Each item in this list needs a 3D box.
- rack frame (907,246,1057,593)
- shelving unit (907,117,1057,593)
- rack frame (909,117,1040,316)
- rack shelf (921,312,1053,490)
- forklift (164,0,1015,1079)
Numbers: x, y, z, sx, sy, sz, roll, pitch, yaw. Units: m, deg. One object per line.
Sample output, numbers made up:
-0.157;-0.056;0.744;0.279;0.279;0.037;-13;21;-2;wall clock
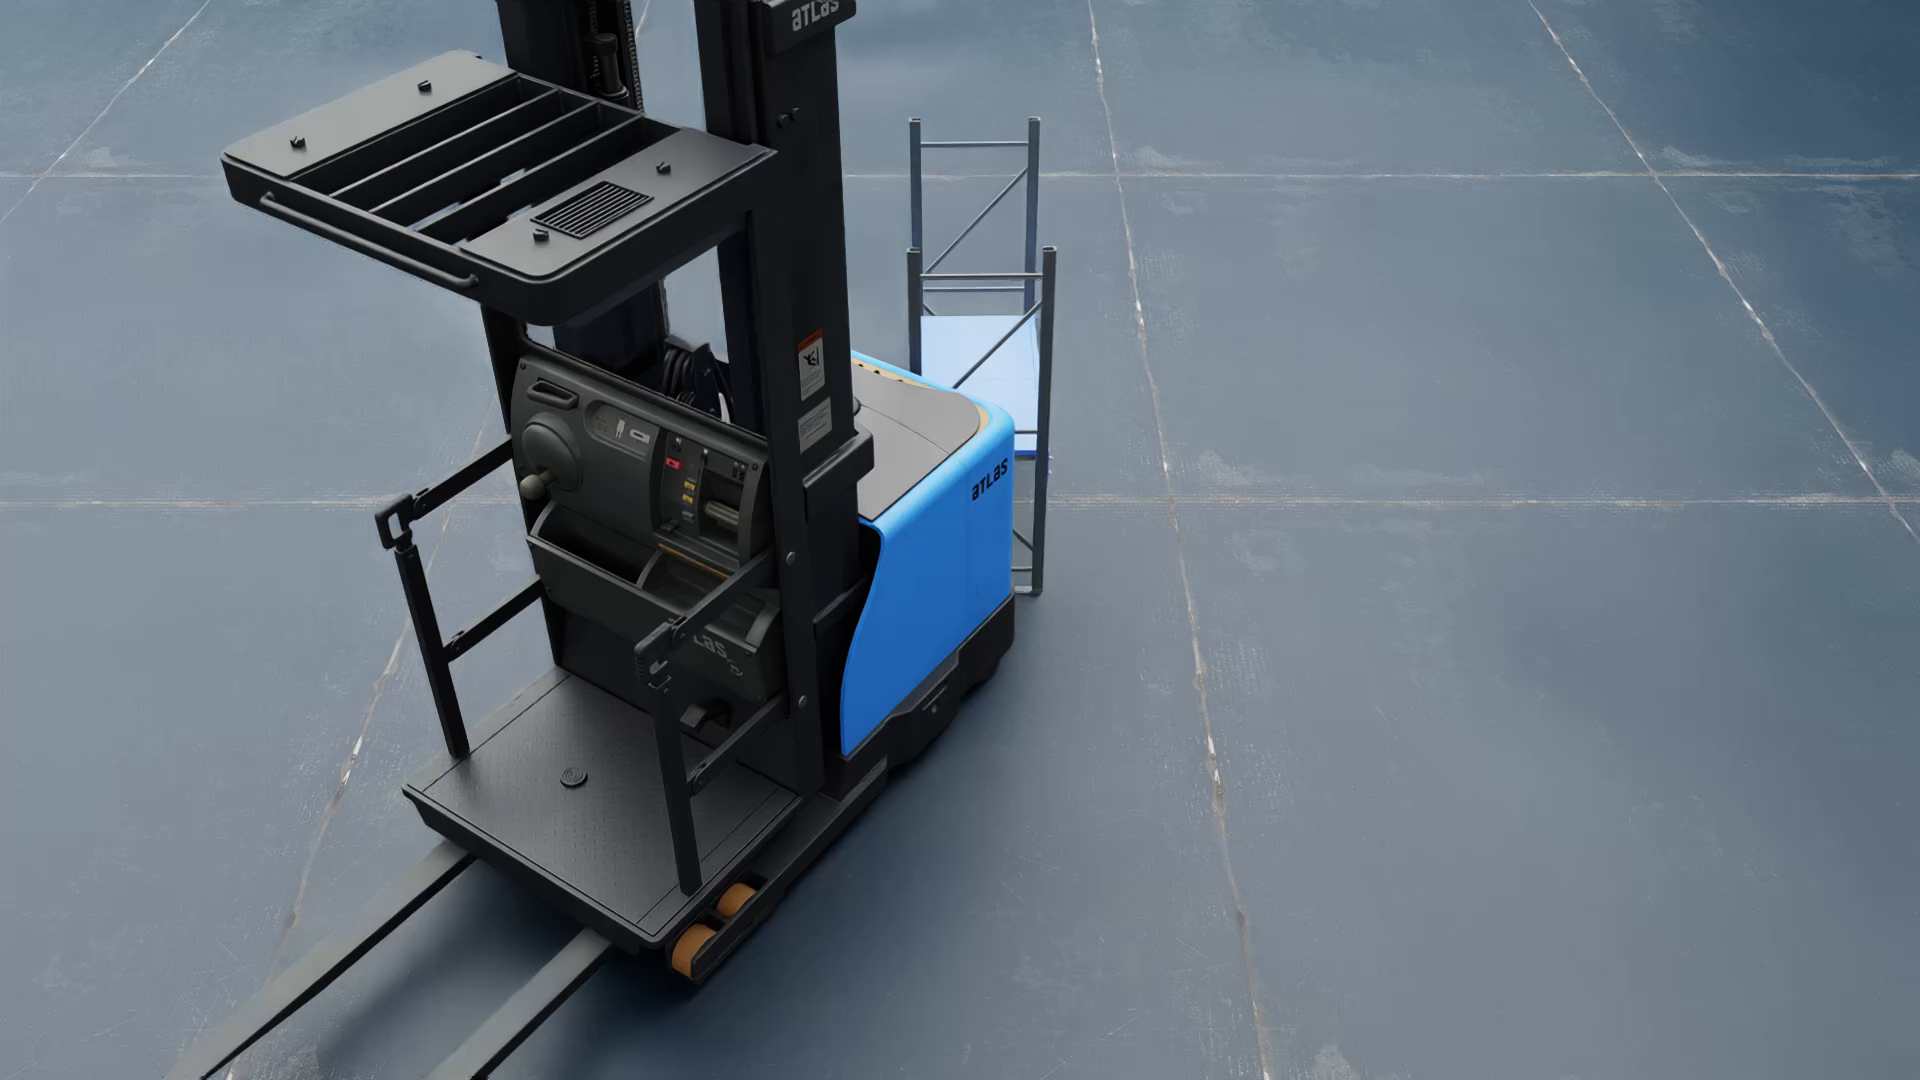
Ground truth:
0.073;-0.388;6.035;0.500;1.500;0.032;-1;39;-1;rack frame
0.064;-0.706;6.432;0.538;1.500;1.048;-1;39;-1;shelving unit
0.056;-1.024;6.828;0.500;1.500;0.032;-1;39;-1;rack frame
0.064;-0.566;6.544;0.538;0.185;1.000;-1;39;-1;rack shelf
-1.048;-0.148;4.591;1.130;2.935;3.031;23;44;26;forklift
